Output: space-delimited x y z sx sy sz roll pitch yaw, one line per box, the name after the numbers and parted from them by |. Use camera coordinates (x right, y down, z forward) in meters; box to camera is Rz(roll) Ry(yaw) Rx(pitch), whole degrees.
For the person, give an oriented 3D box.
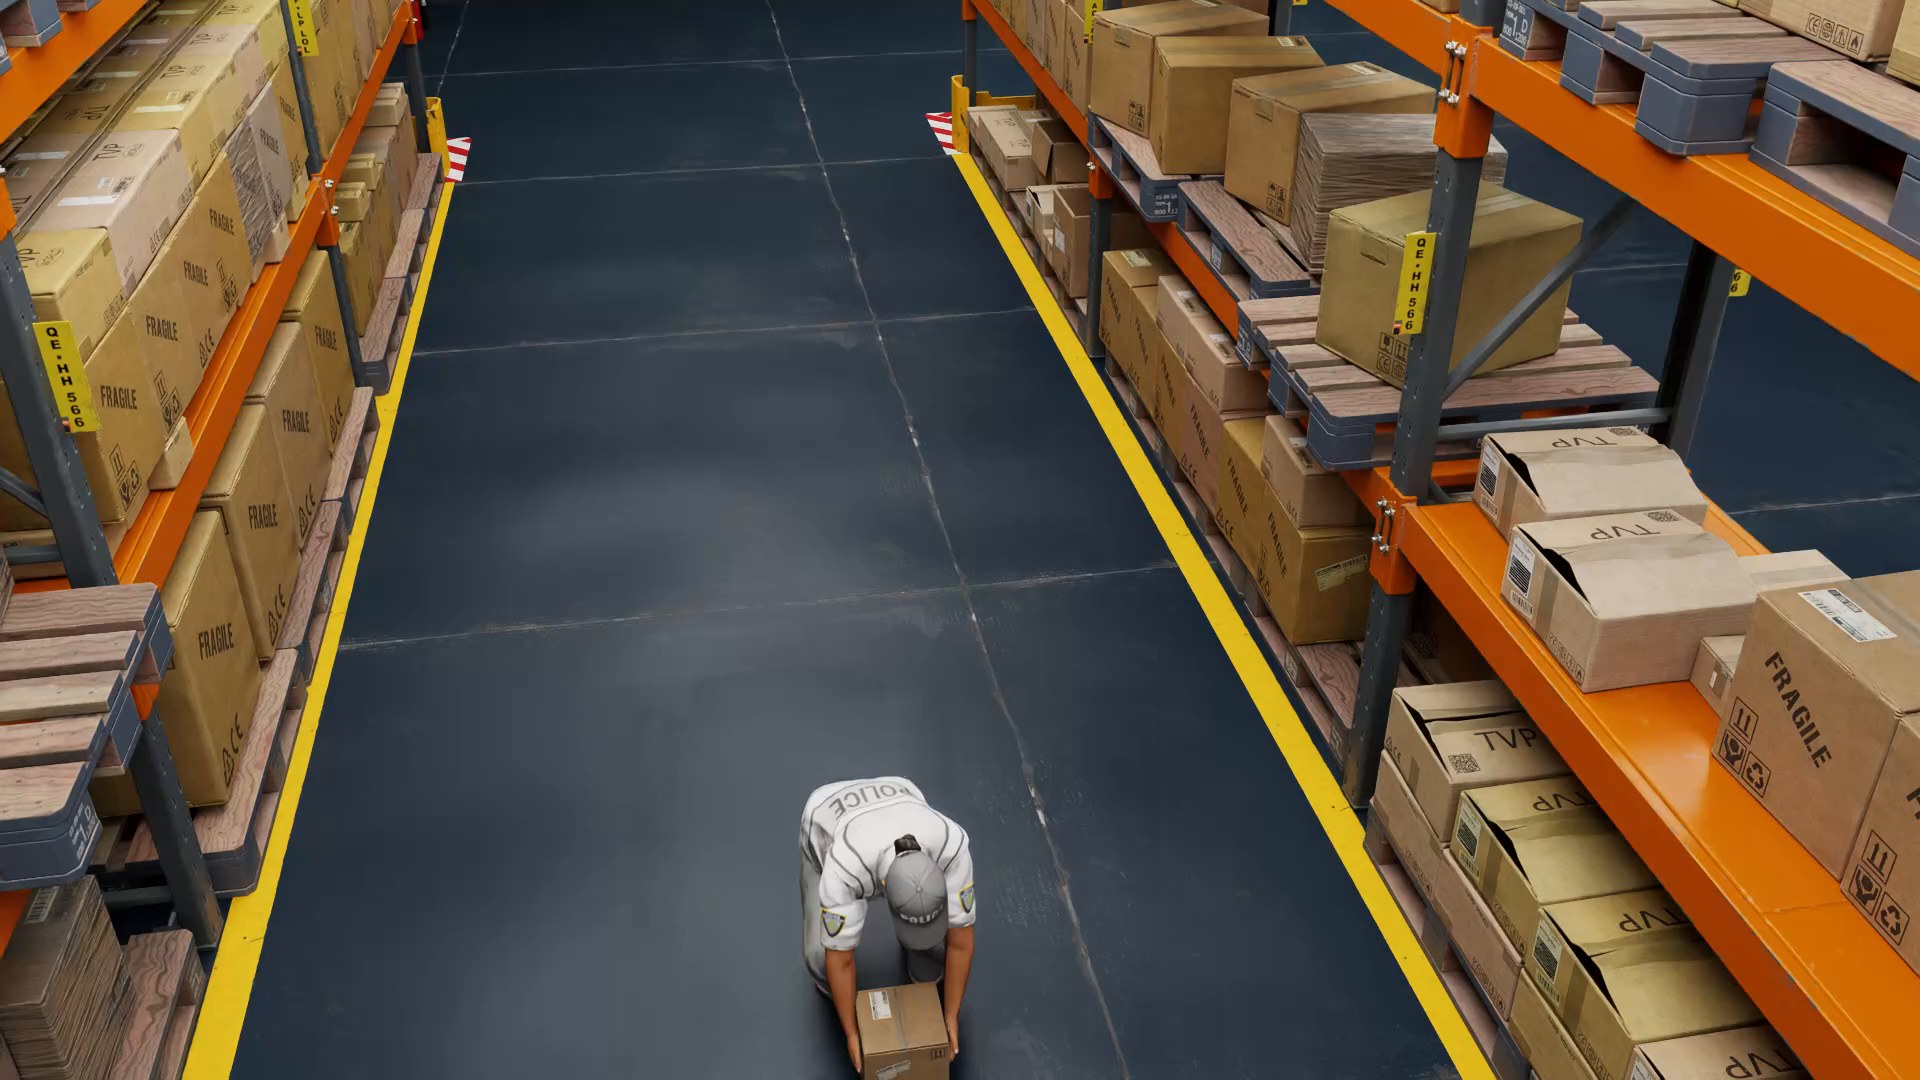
-0.238 1.092 5.122 0.525 0.837 0.866 -5 31 -9 | person
